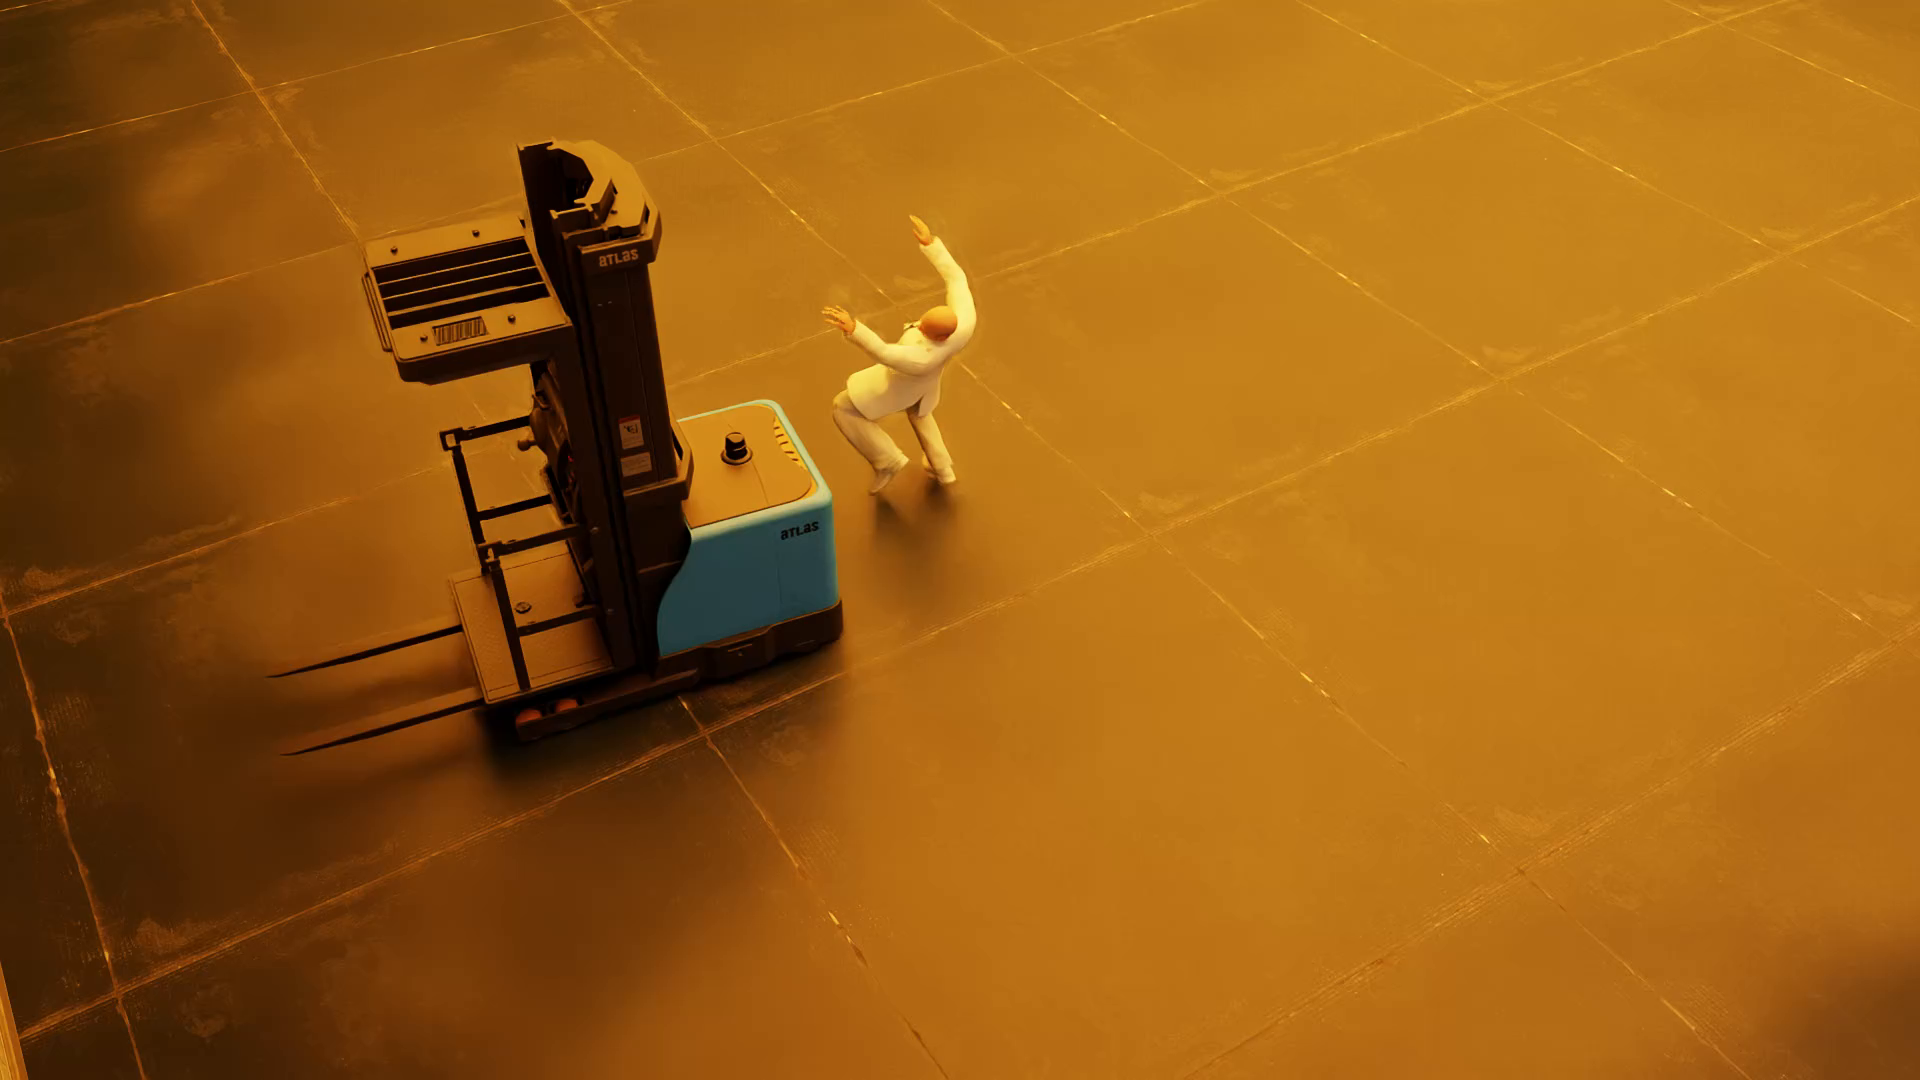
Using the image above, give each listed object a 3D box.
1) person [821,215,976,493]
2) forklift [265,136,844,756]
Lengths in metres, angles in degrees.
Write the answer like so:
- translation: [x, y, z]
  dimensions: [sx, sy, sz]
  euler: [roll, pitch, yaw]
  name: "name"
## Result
- translation: [-0.389, -0.952, 9.865]
  dimensions: [1.102, 1.731, 0.807]
  euler: [-32, 50, -31]
  name: "person"
- translation: [-2.224, -0.434, 8.368]
  dimensions: [3.031, 2.935, 1.130]
  euler: [-16, 44, -17]
  name: "forklift"
